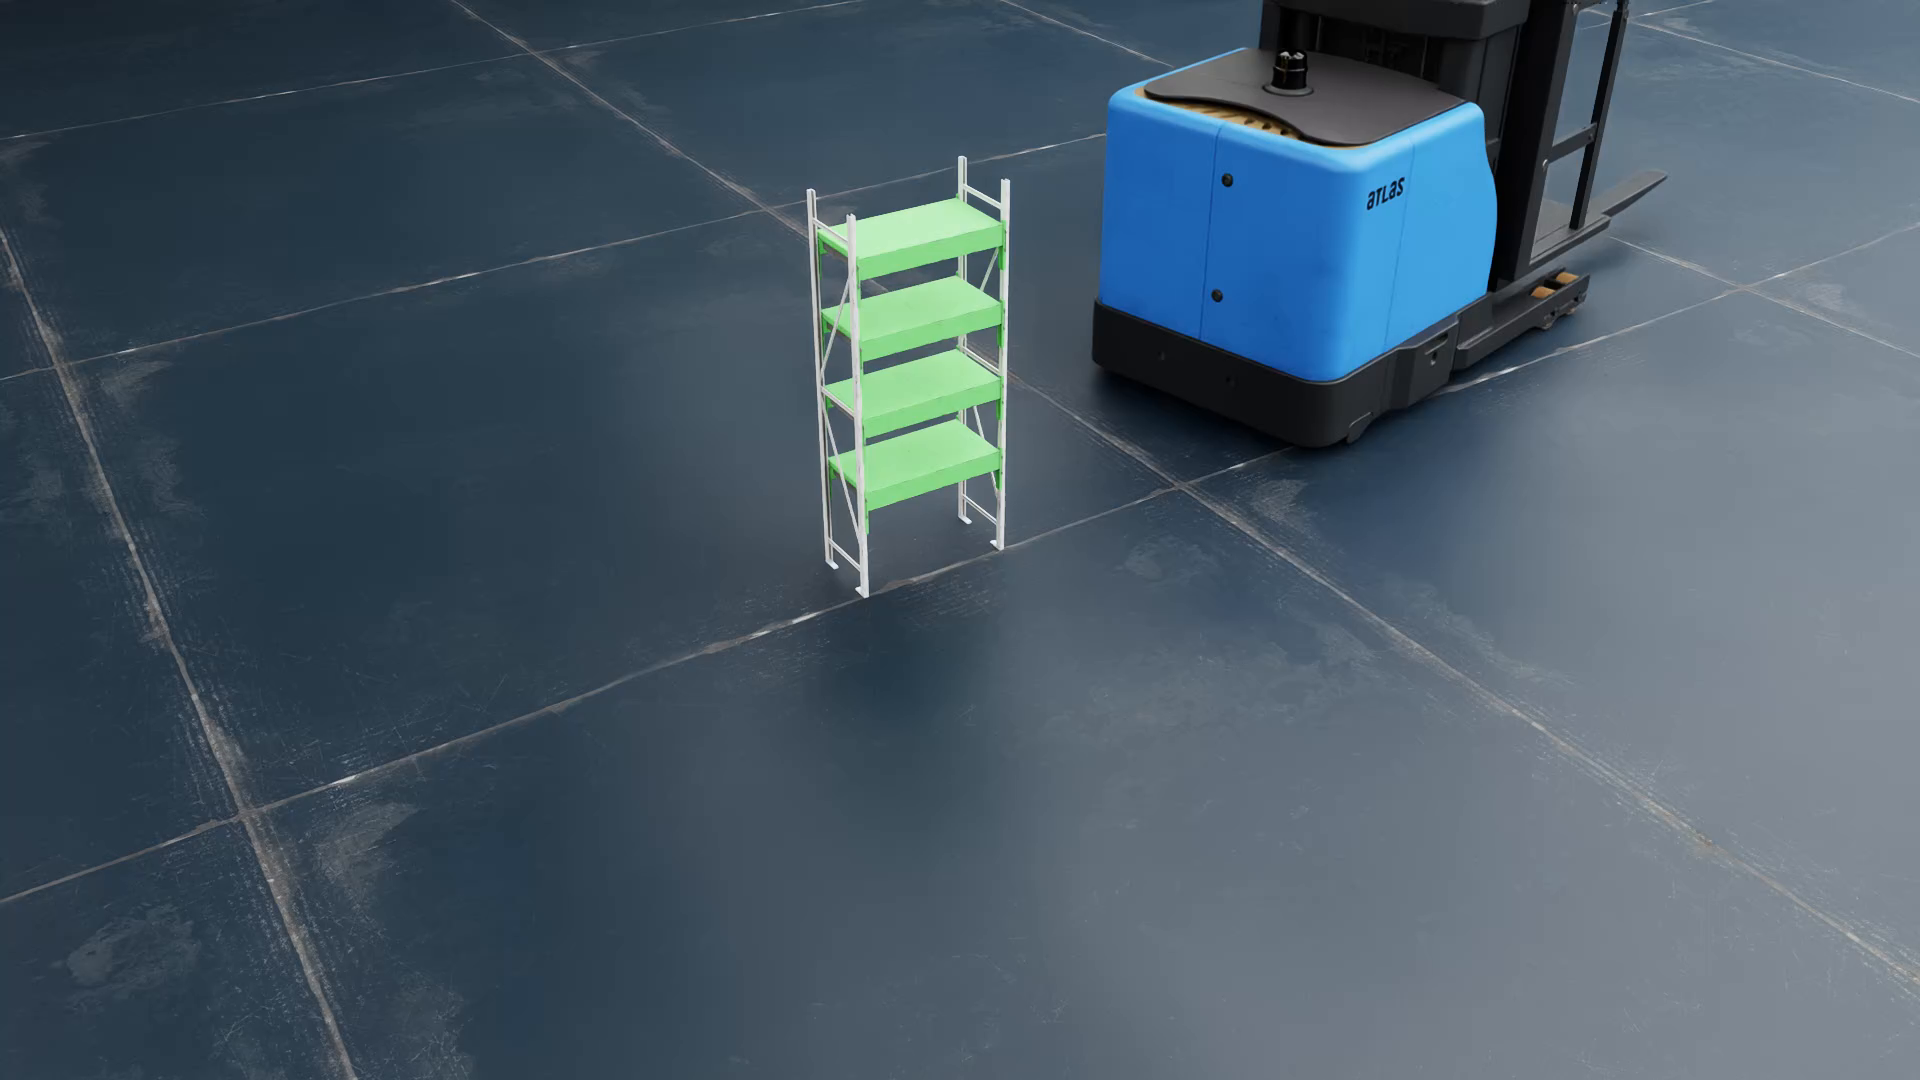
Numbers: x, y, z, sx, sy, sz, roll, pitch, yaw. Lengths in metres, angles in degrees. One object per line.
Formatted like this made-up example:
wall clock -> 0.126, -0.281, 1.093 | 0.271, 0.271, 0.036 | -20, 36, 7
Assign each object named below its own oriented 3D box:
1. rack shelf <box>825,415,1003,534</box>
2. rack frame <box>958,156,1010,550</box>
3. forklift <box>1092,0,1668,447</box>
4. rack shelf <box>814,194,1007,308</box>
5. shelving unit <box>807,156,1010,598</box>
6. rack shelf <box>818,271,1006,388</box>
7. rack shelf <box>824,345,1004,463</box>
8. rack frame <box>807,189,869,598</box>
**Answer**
rack shelf -> -0.139, -0.203, 5.016 | 0.480, 0.148, 0.258 | -19, 37, -27
rack frame -> 0.066, -0.530, 4.966 | 0.015, 1.200, 0.240 | -19, 37, -27
forklift -> 1.877, -2.242, 6.057 | 1.130, 2.935, 3.031 | 27, 41, 36
rack shelf -> -0.139, -0.812, 4.632 | 0.480, 0.148, 0.258 | -19, 37, -27
shelving unit -> -0.139, -0.460, 4.854 | 0.503, 1.200, 0.258 | -19, 37, -27
rack shelf -> -0.139, -0.609, 4.760 | 0.480, 0.148, 0.258 | -19, 37, -27
rack shelf -> -0.139, -0.406, 4.888 | 0.480, 0.148, 0.258 | -19, 37, -27
rack frame -> -0.344, -0.389, 4.742 | 0.015, 1.200, 0.240 | -19, 37, -27
